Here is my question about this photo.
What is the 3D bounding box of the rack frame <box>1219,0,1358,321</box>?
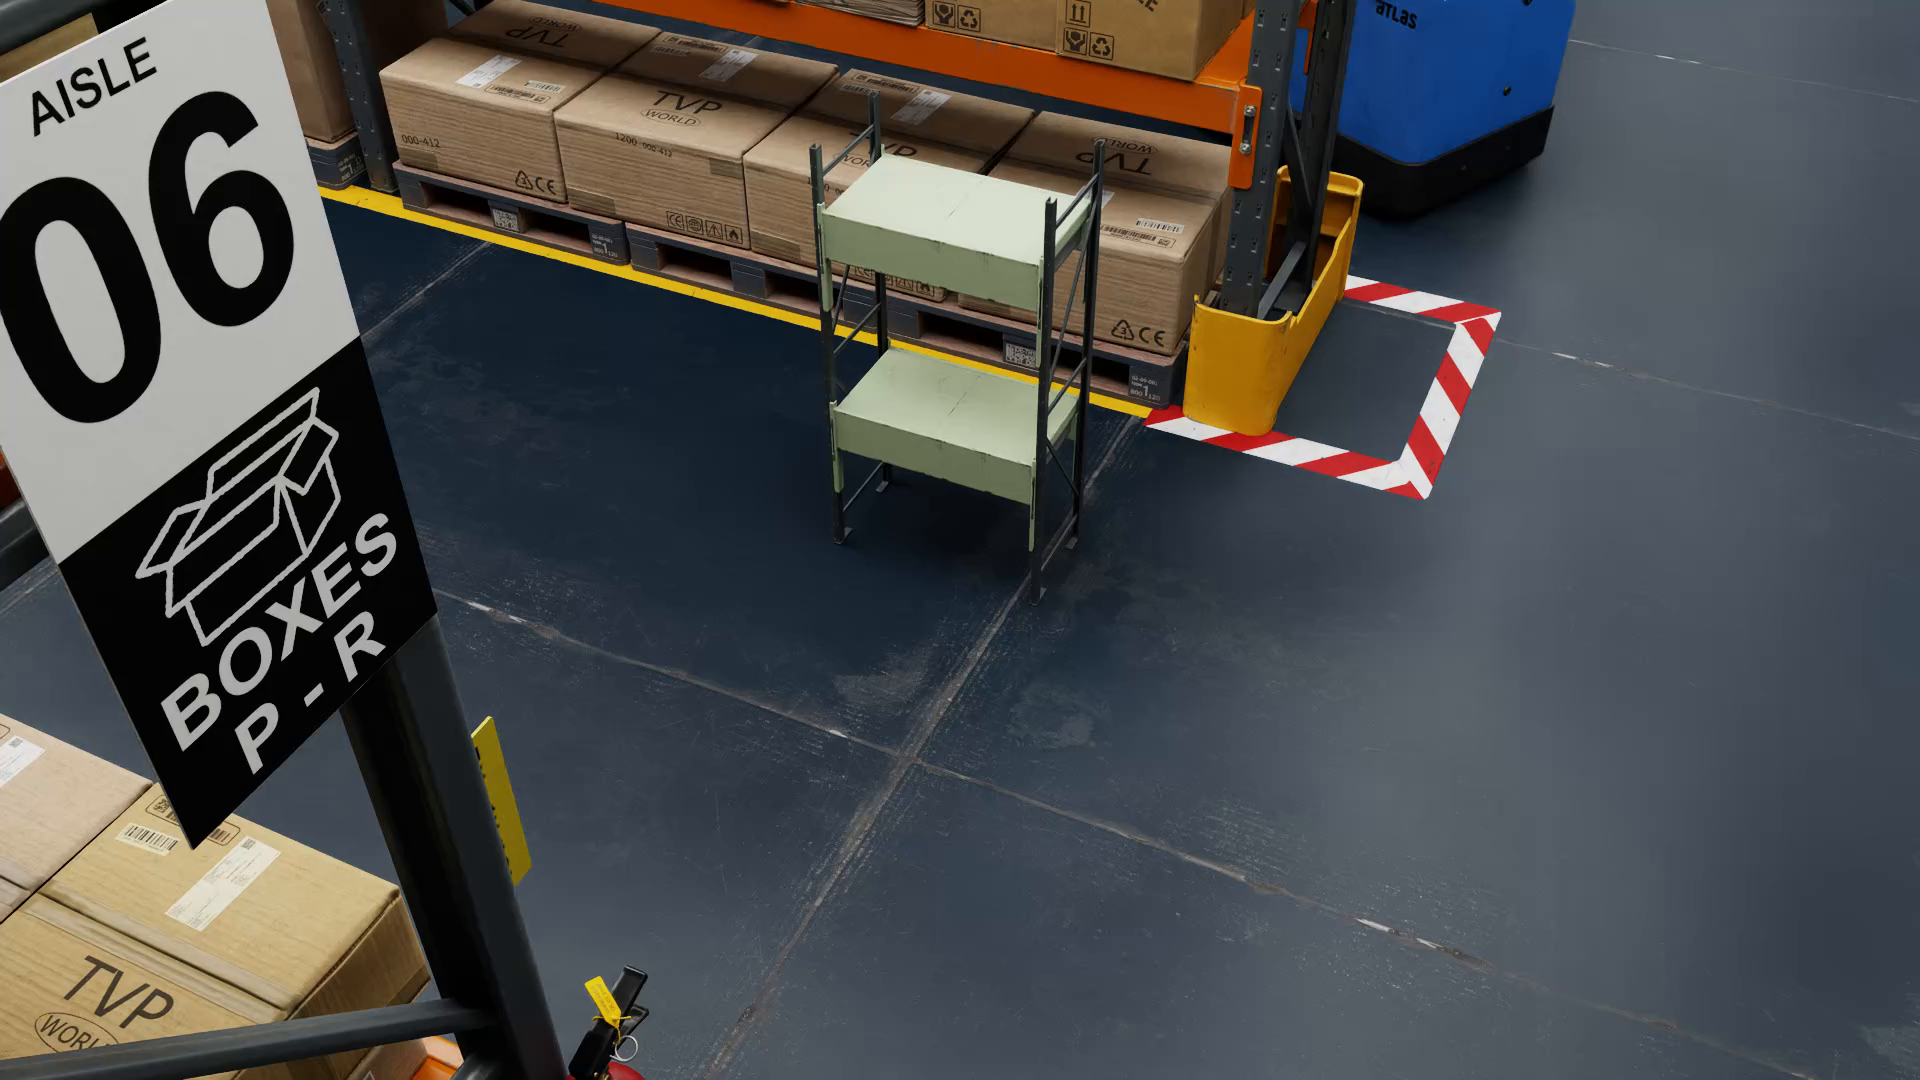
[{"bbox_3d":[1.203,-1.905,5.658,0.127,3.000,1.000,17,44,19],"label":"rack frame"}]

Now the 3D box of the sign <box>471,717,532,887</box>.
[{"bbox_3d":[-0.663,0.393,2.346,0.005,0.325,0.100,17,44,19],"label":"sign"}]

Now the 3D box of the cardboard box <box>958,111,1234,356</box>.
[{"bbox_3d":[0.563,-1.219,6.502,0.875,0.438,0.875,16,43,17],"label":"cardboard box"}]

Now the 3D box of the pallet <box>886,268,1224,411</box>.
[{"bbox_3d":[0.446,-1.027,6.773,1.213,0.211,1.003,17,44,19],"label":"pallet"}]

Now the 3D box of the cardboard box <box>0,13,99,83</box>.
[{"bbox_3d":[-1.178,-0.432,1.556,0.500,0.250,0.500,17,44,18],"label":"cardboard box"}]

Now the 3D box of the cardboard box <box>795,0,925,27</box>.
[{"bbox_3d":[-0.264,-2.204,5.926,0.500,0.500,0.500,18,44,20],"label":"cardboard box"}]

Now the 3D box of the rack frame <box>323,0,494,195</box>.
[{"bbox_3d":[-2.421,-3.013,6.936,0.127,3.000,1.000,17,44,19],"label":"rack frame"}]

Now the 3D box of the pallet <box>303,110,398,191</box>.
[{"bbox_3d":[-3.153,-2.128,8.044,1.213,0.211,1.003,17,44,19],"label":"pallet"}]

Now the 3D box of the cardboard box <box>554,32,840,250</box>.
[{"bbox_3d":[-1.086,-1.718,7.078,0.875,0.438,0.875,16,43,17],"label":"cardboard box"}]

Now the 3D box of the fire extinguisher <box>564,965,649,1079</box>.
[{"bbox_3d":[-0.563,0.978,2.675,0.183,0.674,0.296,17,44,19],"label":"fire extinguisher"}]

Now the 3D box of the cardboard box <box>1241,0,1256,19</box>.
[{"bbox_3d":[0.890,-2.246,5.975,0.500,0.500,0.500,17,44,18],"label":"cardboard box"}]

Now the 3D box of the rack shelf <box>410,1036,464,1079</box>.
[{"bbox_3d":[-2.704,0.760,3.132,4.000,0.370,1.077,17,44,19],"label":"rack shelf"}]

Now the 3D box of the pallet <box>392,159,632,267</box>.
[{"bbox_3d":[-1.765,-1.702,7.553,1.213,0.211,1.003,17,44,19],"label":"pallet"}]

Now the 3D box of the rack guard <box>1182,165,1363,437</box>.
[{"bbox_3d":[1.225,-0.954,6.469,0.348,0.500,1.175,17,44,19],"label":"rack guard"}]

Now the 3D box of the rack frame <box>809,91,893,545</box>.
[{"bbox_3d":[-0.338,-0.670,5.378,0.023,1.500,0.400,17,44,19],"label":"rack frame"}]

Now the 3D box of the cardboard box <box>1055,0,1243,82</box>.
[{"bbox_3d":[0.654,-1.920,5.598,0.500,0.500,0.500,17,44,19],"label":"cardboard box"}]

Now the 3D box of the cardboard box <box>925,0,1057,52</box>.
[{"bbox_3d":[0.206,-2.068,5.769,0.500,0.500,0.500,16,43,18],"label":"cardboard box"}]

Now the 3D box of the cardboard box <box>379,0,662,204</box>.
[{"bbox_3d":[-1.898,-1.966,7.364,0.875,0.438,0.875,16,44,18],"label":"cardboard box"}]

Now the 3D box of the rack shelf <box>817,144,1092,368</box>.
[{"bbox_3d":[-0.006,-0.863,5.005,0.720,0.370,0.431,17,44,19],"label":"rack shelf"}]

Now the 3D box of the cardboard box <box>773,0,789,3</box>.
[{"bbox_3d":[-0.738,-2.339,6.083,0.500,0.500,0.500,18,44,20],"label":"cardboard box"}]

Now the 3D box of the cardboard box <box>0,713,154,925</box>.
[{"bbox_3d":[-1.646,0.561,2.700,0.500,0.250,0.500,17,44,19],"label":"cardboard box"}]

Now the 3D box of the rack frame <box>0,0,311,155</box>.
[{"bbox_3d":[-0.892,-1.225,0.293,0.127,3.000,1.000,17,44,19],"label":"rack frame"}]

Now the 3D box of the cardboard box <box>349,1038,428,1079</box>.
[{"bbox_3d":[-1.074,0.883,2.633,0.250,0.149,0.380,17,44,18],"label":"cardboard box"}]

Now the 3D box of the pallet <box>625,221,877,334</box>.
[{"bbox_3d":[-0.656,-1.365,7.164,1.213,0.211,1.003,17,44,19],"label":"pallet"}]

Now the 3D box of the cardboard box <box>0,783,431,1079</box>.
[{"bbox_3d":[-1.189,0.701,2.539,0.500,0.250,0.500,17,44,19],"label":"cardboard box"}]

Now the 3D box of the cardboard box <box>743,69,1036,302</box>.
[{"bbox_3d":[-0.270,-1.468,6.789,0.875,0.438,0.875,18,44,20],"label":"cardboard box"}]

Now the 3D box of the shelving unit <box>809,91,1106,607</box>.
[{"bbox_3d":[-0.006,-0.569,5.261,0.755,1.500,0.431,17,44,19],"label":"shelving unit"}]

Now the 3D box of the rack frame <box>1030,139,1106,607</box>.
[{"bbox_3d":[0.326,-0.467,5.144,0.023,1.500,0.400,17,44,19],"label":"rack frame"}]

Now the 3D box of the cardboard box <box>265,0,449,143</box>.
[{"bbox_3d":[-3.017,-2.493,7.638,0.875,0.875,0.875,18,44,20],"label":"cardboard box"}]

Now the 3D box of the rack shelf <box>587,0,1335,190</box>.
[{"bbox_3d":[-0.609,-2.187,6.533,4.000,0.370,1.077,17,44,19],"label":"rack shelf"}]

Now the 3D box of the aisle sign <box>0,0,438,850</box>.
[{"bbox_3d":[-0.706,-0.096,1.586,0.004,0.787,0.394,17,44,19],"label":"aisle sign"}]

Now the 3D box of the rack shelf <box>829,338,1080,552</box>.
[{"bbox_3d":[-0.006,-0.322,5.474,0.720,0.370,0.431,17,44,19],"label":"rack shelf"}]

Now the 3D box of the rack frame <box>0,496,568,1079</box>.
[{"bbox_3d":[-0.892,1.042,2.258,0.127,3.000,1.000,17,44,19],"label":"rack frame"}]

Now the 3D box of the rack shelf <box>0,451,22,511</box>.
[{"bbox_3d":[-2.704,-0.374,2.150,4.000,0.370,1.077,17,44,19],"label":"rack shelf"}]

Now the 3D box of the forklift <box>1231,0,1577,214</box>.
[{"bbox_3d":[1.417,-3.446,7.488,1.130,2.935,3.031,-27,48,-28],"label":"forklift"}]
